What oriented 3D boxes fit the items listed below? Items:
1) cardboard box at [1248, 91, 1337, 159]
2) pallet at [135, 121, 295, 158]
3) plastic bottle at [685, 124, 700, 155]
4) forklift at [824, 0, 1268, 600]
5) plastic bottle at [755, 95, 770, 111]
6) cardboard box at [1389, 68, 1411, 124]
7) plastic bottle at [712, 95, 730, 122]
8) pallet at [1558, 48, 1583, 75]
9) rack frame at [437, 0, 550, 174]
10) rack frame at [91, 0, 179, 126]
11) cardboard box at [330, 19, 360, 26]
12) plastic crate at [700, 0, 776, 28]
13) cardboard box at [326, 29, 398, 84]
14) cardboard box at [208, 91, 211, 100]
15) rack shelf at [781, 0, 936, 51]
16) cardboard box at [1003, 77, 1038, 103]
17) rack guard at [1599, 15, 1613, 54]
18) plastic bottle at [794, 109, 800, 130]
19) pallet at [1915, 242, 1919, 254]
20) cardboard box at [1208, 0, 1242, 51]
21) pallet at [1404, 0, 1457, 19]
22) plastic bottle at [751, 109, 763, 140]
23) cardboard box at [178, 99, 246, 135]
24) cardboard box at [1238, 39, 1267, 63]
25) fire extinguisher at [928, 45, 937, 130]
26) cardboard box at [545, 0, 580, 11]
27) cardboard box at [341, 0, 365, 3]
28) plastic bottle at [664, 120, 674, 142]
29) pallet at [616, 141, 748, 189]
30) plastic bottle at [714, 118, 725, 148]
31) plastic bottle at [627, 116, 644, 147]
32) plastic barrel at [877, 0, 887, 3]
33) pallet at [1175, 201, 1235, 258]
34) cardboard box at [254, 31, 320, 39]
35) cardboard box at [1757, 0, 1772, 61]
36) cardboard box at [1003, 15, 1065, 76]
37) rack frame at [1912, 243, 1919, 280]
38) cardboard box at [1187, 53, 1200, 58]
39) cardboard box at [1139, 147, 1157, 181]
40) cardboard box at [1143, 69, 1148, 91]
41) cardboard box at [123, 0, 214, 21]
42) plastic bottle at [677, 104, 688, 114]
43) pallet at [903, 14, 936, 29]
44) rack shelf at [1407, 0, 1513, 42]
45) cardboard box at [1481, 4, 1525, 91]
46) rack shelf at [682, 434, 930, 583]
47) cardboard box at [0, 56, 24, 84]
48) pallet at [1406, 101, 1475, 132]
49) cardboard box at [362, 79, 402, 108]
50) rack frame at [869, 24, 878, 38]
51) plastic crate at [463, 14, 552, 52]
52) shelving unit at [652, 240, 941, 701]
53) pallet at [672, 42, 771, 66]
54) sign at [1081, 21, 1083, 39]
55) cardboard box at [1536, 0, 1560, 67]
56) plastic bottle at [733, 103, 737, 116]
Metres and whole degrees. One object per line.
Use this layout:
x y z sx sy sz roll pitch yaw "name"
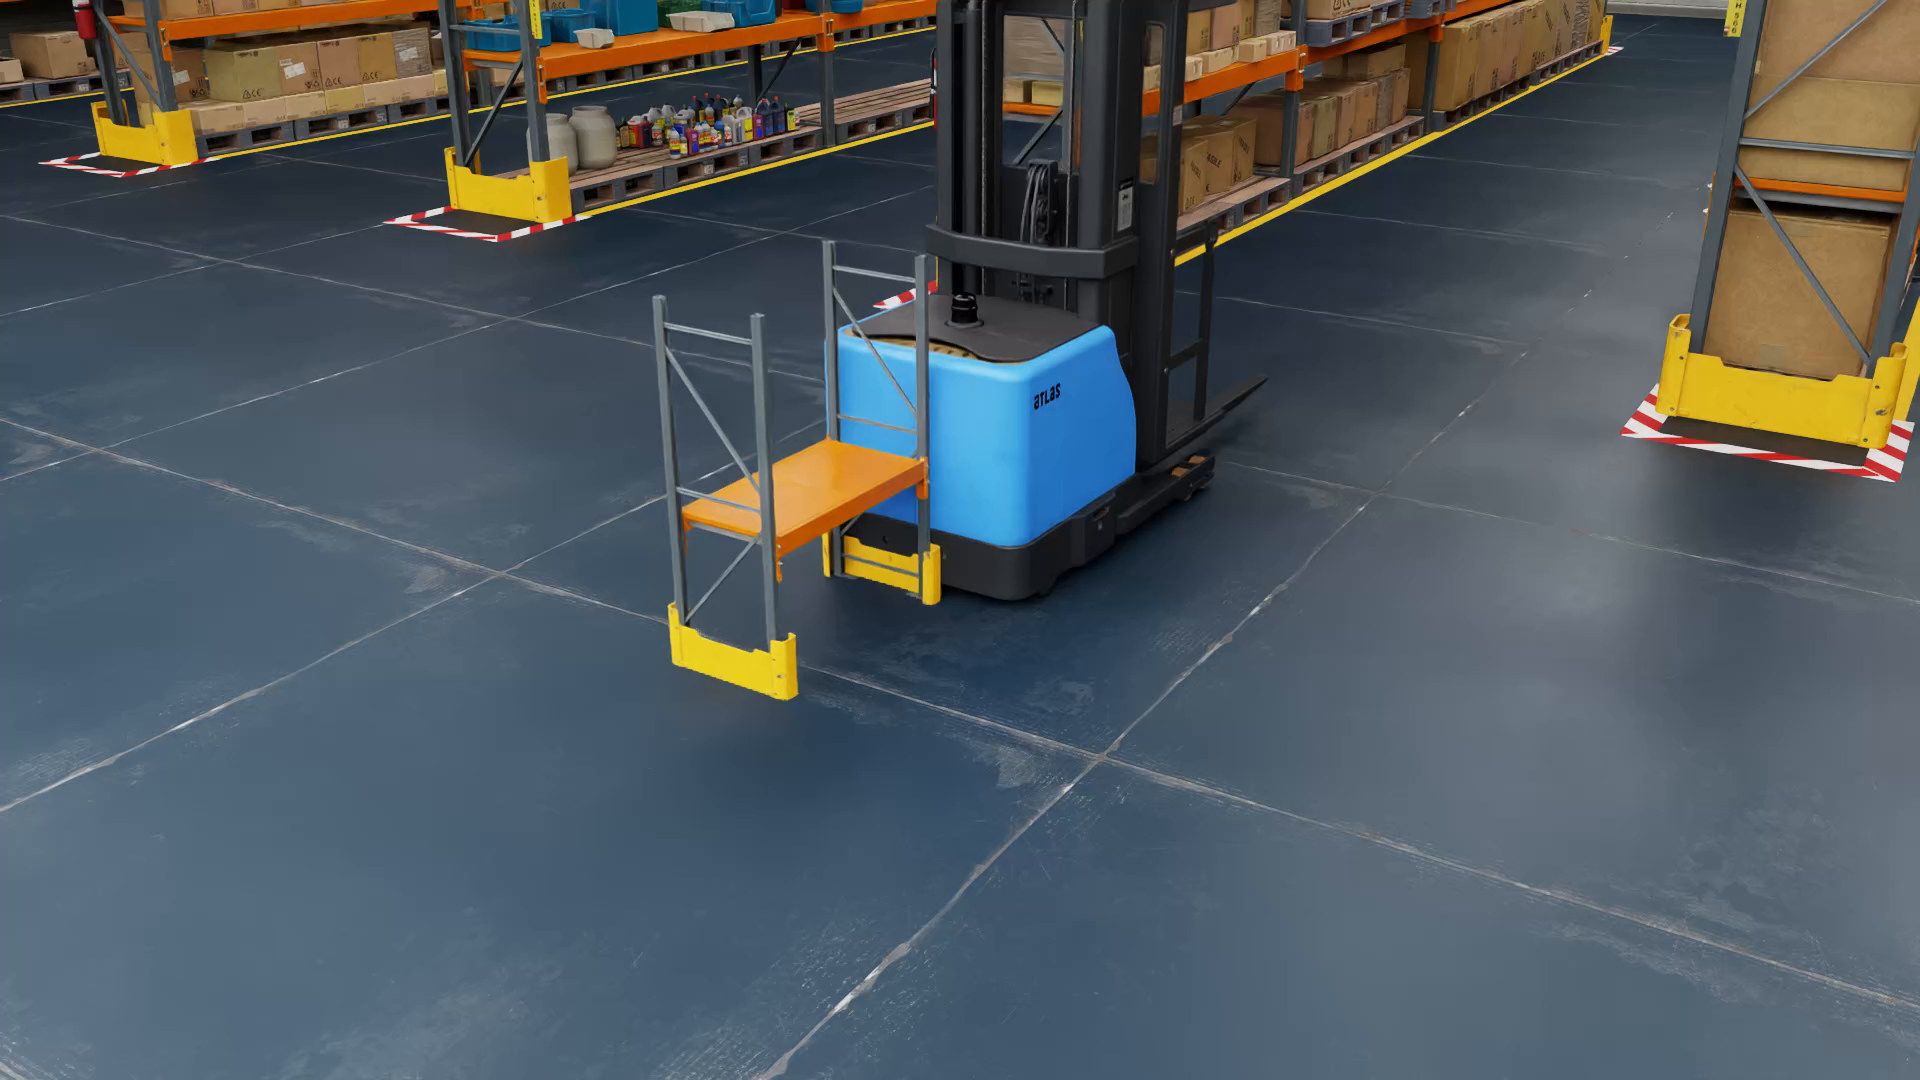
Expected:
3.082 -3.879 15.528 0.700 0.500 0.500 14 27 29 "cardboard box"
-7.684 -4.179 17.138 1.003 0.211 1.213 14 27 29 "pallet"
-2.490 -3.727 15.449 0.061 0.283 0.133 14 27 30 "plastic bottle"
0.624 -1.628 7.820 1.130 2.935 3.031 14 27 30 "forklift"
-1.953 -4.241 16.552 0.144 0.351 0.185 14 27 29 "plastic bottle"
4.246 -4.639 17.283 0.700 0.500 0.500 12 26 26 "cardboard box"
-2.391 -4.273 16.626 0.144 0.351 0.185 14 27 29 "plastic bottle"
7.802 -6.539 22.588 1.003 0.211 1.213 14 27 29 "pallet"
-3.846 -4.153 13.566 1.000 3.000 0.127 14 27 29 "rack frame"
-8.052 -5.192 15.967 1.000 3.000 0.127 14 27 29 "rack frame"
-8.986 -7.406 23.676 0.700 0.500 0.500 14 27 29 "cardboard box"
-2.089 -5.004 15.720 0.499 0.251 0.616 14 27 29 "plastic crate"
-6.535 -5.279 18.156 0.500 0.500 0.500 14 27 29 "cardboard box"
-7.766 -4.537 17.387 0.500 0.250 0.500 14 27 29 "cardboard box"
-0.681 -5.847 18.387 1.077 0.370 4.000 14 27 29 "rack shelf"
0.337 -3.139 11.541 0.380 0.149 0.250 14 27 29 "cardboard box"
8.815 -7.376 24.158 1.175 0.500 0.348 14 27 29 "rack guard"
-1.662 -4.233 16.720 0.097 0.201 0.097 0 23 0 "plastic bottle"
6.976 -2.388 13.000 1.003 0.211 1.213 14 27 29 "pallet"
1.710 -4.157 13.076 0.875 0.500 0.500 14 27 29 "cardboard box"
4.297 -5.464 16.837 1.213 0.211 1.003 14 27 29 "pallet"
-1.982 -4.052 16.199 0.061 0.283 0.133 16 28 32 "plastic bottle"
-7.580 -4.257 16.740 0.500 0.250 0.500 14 27 29 "cardboard box"
2.248 -3.953 13.422 0.380 0.149 0.250 14 27 29 "cardboard box"
-0.090 -3.137 11.318 0.296 0.674 0.183 14 27 29 "fire extinguisher"
-6.631 -8.938 26.797 0.750 0.750 0.750 15 27 31 "cardboard box"
-6.711 -6.089 17.913 0.700 0.500 0.500 14 27 30 "cardboard box"
-2.810 -3.954 16.077 0.097 0.201 0.097 0 23 0 "plastic bottle"
-2.768 -3.592 15.781 1.003 0.211 1.213 14 27 29 "pallet"
-2.284 -3.867 15.787 0.097 0.271 0.097 0 23 0 "plastic bottle"
-3.093 -3.896 15.847 0.152 0.276 0.135 14 27 29 "plastic bottle"
-0.907 -5.854 17.670 0.301 0.262 0.301 0 23 0 "plastic barrel"
1.505 -2.537 13.346 1.003 0.211 1.213 14 27 29 "pallet"
-7.242 -5.219 18.019 0.500 0.500 0.500 14 27 29 "cardboard box"
4.963 -2.928 9.189 0.875 0.550 0.550 14 27 29 "cardboard box"
0.676 -3.477 11.505 0.875 0.500 0.500 14 27 29 "cardboard box"
6.633 -3.391 11.808 1.000 3.000 0.127 14 27 29 "rack frame"
1.608 -3.644 12.707 0.380 0.149 0.250 14 27 29 "cardboard box"
1.338 -2.784 13.022 0.500 0.500 0.500 17 29 34 "cardboard box"
1.122 -3.296 11.904 0.380 0.149 0.250 14 27 29 "cardboard box"
-7.795 -5.393 16.305 0.700 0.500 0.500 14 27 29 "cardboard box"
-2.736 -4.162 16.453 0.061 0.283 0.133 15 28 31 "plastic bottle"
-0.716 -8.607 27.367 1.003 0.211 1.213 14 27 29 "pallet"
5.637 -6.160 19.108 1.077 0.370 4.000 14 27 29 "rack shelf"
5.901 -5.860 19.658 1.225 0.875 0.875 13 27 27 "cardboard box"
-0.619 -0.147 6.655 0.538 0.185 1.000 14 27 30 "rack shelf"
-11.520 -5.604 19.749 0.500 0.311 0.500 16 28 33 "cardboard box"
5.062 -4.785 18.538 1.003 0.211 1.213 14 27 29 "pallet"
-6.524 -4.932 18.299 0.500 0.250 0.500 14 27 29 "cardboard box"
-1.722 -9.242 25.323 1.000 3.000 0.127 14 27 29 "rack frame"
-3.836 -4.316 14.131 0.499 0.251 0.616 14 27 29 "plastic crate"
-0.614 -0.315 6.591 0.587 1.500 1.083 14 27 30 "shelving unit"
-3.406 -6.856 23.322 1.003 0.211 1.213 14 27 29 "pallet"
0.823 -3.398 10.734 0.100 0.325 0.005 14 27 29 "sign"
7.108 -6.588 21.339 0.875 0.875 0.875 14 27 29 "cardboard box"
-2.330 -4.370 17.038 0.097 0.201 0.097 0 23 0 "plastic bottle"
